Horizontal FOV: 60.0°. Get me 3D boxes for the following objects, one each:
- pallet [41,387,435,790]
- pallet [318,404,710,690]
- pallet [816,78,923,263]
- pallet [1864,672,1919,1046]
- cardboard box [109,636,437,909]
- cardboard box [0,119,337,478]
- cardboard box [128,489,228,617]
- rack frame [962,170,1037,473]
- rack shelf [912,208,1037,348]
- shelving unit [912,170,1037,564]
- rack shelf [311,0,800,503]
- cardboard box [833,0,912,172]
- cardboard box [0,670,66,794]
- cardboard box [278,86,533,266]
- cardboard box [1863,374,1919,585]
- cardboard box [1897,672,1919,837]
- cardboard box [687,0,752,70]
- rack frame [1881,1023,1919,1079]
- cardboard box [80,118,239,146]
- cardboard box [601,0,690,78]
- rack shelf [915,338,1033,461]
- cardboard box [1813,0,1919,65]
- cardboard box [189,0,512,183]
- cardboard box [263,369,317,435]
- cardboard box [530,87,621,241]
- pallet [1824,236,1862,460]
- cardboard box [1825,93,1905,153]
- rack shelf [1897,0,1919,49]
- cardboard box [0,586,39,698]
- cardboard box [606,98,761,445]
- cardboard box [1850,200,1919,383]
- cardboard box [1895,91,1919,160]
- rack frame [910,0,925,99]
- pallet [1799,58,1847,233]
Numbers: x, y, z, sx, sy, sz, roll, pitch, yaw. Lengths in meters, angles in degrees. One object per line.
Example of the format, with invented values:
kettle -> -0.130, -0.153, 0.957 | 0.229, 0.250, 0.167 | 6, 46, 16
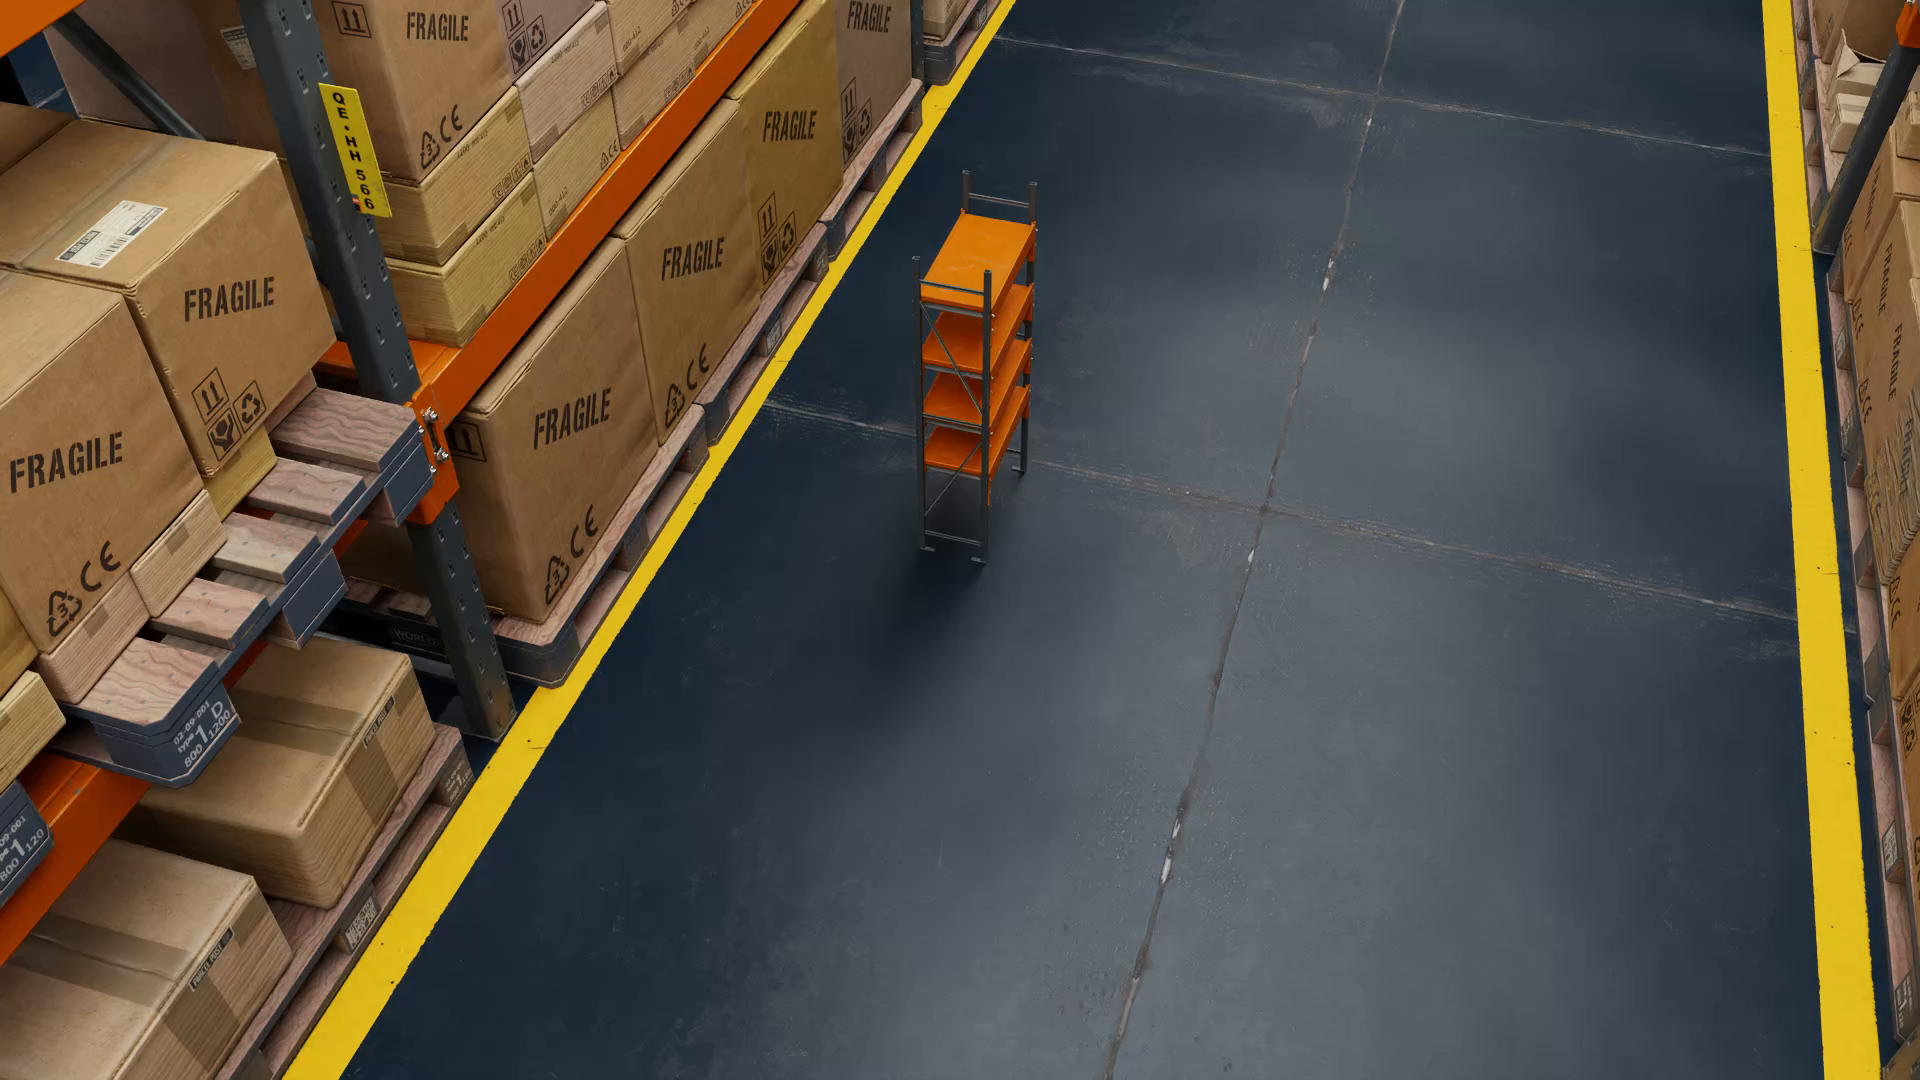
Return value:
pallet -> -1.988, -0.024, 3.767 | 1.213, 0.211, 1.003 | 13, 46, 13
pallet -> -1.563, -0.103, 5.705 | 1.003, 0.211, 1.213 | 13, 46, 13
pallet -> -0.824, -1.730, 7.367 | 1.003, 0.211, 1.213 | 13, 46, 13
pallet -> 3.121, 0.966, 4.612 | 1.003, 0.211, 1.213 | 13, 46, 13
cardboard box -> -2.054, 0.573, 4.598 | 0.950, 0.372, 0.625 | 10, 45, 10
cardboard box -> -1.746, -0.521, 3.553 | 0.500, 0.500, 0.500 | 11, 46, 11
cardboard box -> -1.794, -0.011, 3.496 | 0.380, 0.149, 0.250 | 12, 46, 12
rack frame -> 0.124, -0.702, 5.609 | 0.240, 1.200, 0.015 | 13, 46, 13
rack shelf -> 0.050, -0.820, 5.168 | 0.258, 0.148, 0.480 | 13, 46, 13
shelving unit -> 0.050, -0.539, 5.443 | 0.258, 1.200, 0.503 | 13, 46, 13
rack shelf -> -1.268, -1.666, 5.823 | 1.077, 0.370, 4.000 | 13, 46, 13
cardboard box -> -0.774, -2.217, 7.090 | 0.875, 0.875, 0.875 | 14, 46, 14
cardboard box -> -1.948, 0.342, 3.135 | 0.380, 0.149, 0.250 | 13, 46, 13
cardboard box -> -1.485, -1.001, 4.378 | 0.500, 0.250, 0.500 | 12, 46, 12
cardboard box -> 3.239, -0.156, 5.252 | 0.500, 0.500, 0.500 | 11, 45, 11
cardboard box -> 2.943, 0.543, 4.537 | 0.500, 0.500, 0.500 | 12, 46, 12
cardboard box -> -1.036, -1.834, 5.587 | 0.500, 0.250, 0.500 | 13, 46, 13
rack frame -> 2.858, 0.458, 3.137 | 1.000, 3.000, 0.127 | 13, 46, 13
cardboard box -> -1.969, -1.092, 4.471 | 0.500, 0.250, 0.500 | 12, 46, 12
cardboard box -> -1.164, -1.675, 5.067 | 0.500, 0.250, 0.500 | 12, 46, 12
rack shelf -> 0.050, -0.491, 5.490 | 0.258, 0.148, 0.480 | 13, 46, 13
cardboard box -> 4.395, -2.490, 7.636 | 0.700, 0.500, 0.500 | 11, 45, 11
cardboard box -> -1.491, -1.260, 4.107 | 0.500, 0.500, 0.500 | 11, 45, 11
cardboard box -> -1.748, -0.382, 3.875 | 0.380, 0.149, 0.250 | 14, 46, 14
cardboard box -> -1.347, -1.156, 4.894 | 0.500, 0.250, 0.500 | 11, 46, 11
pallet -> 3.859, -0.661, 6.275 | 1.003, 0.211, 1.213 | 13, 46, 13
cardboard box -> 3.959, -1.772, 7.155 | 0.380, 0.149, 0.250 | 11, 45, 11
rack shelf -> 3.464, -0.618, 4.751 | 1.077, 0.370, 4.000 | 13, 46, 13
cardboard box -> -2.044, 0.163, 2.854 | 0.500, 0.500, 0.500 | 10, 45, 10
cardboard box -> -1.311, -1.017, 5.864 | 0.875, 0.875, 0.875 | 13, 46, 13
cardboard box -> 3.557, -0.833, 5.943 | 0.500, 0.500, 0.500 | 12, 46, 12
cardboard box -> 3.707, -1.513, 6.175 | 0.380, 0.149, 0.250 | 15, 46, 14
rack frame -> -0.662, -3.257, 6.933 | 1.000, 3.000, 0.127 | 13, 46, 13
pallet -> 4.279, -1.669, 7.304 | 1.003, 0.211, 1.213 | 13, 46, 13
